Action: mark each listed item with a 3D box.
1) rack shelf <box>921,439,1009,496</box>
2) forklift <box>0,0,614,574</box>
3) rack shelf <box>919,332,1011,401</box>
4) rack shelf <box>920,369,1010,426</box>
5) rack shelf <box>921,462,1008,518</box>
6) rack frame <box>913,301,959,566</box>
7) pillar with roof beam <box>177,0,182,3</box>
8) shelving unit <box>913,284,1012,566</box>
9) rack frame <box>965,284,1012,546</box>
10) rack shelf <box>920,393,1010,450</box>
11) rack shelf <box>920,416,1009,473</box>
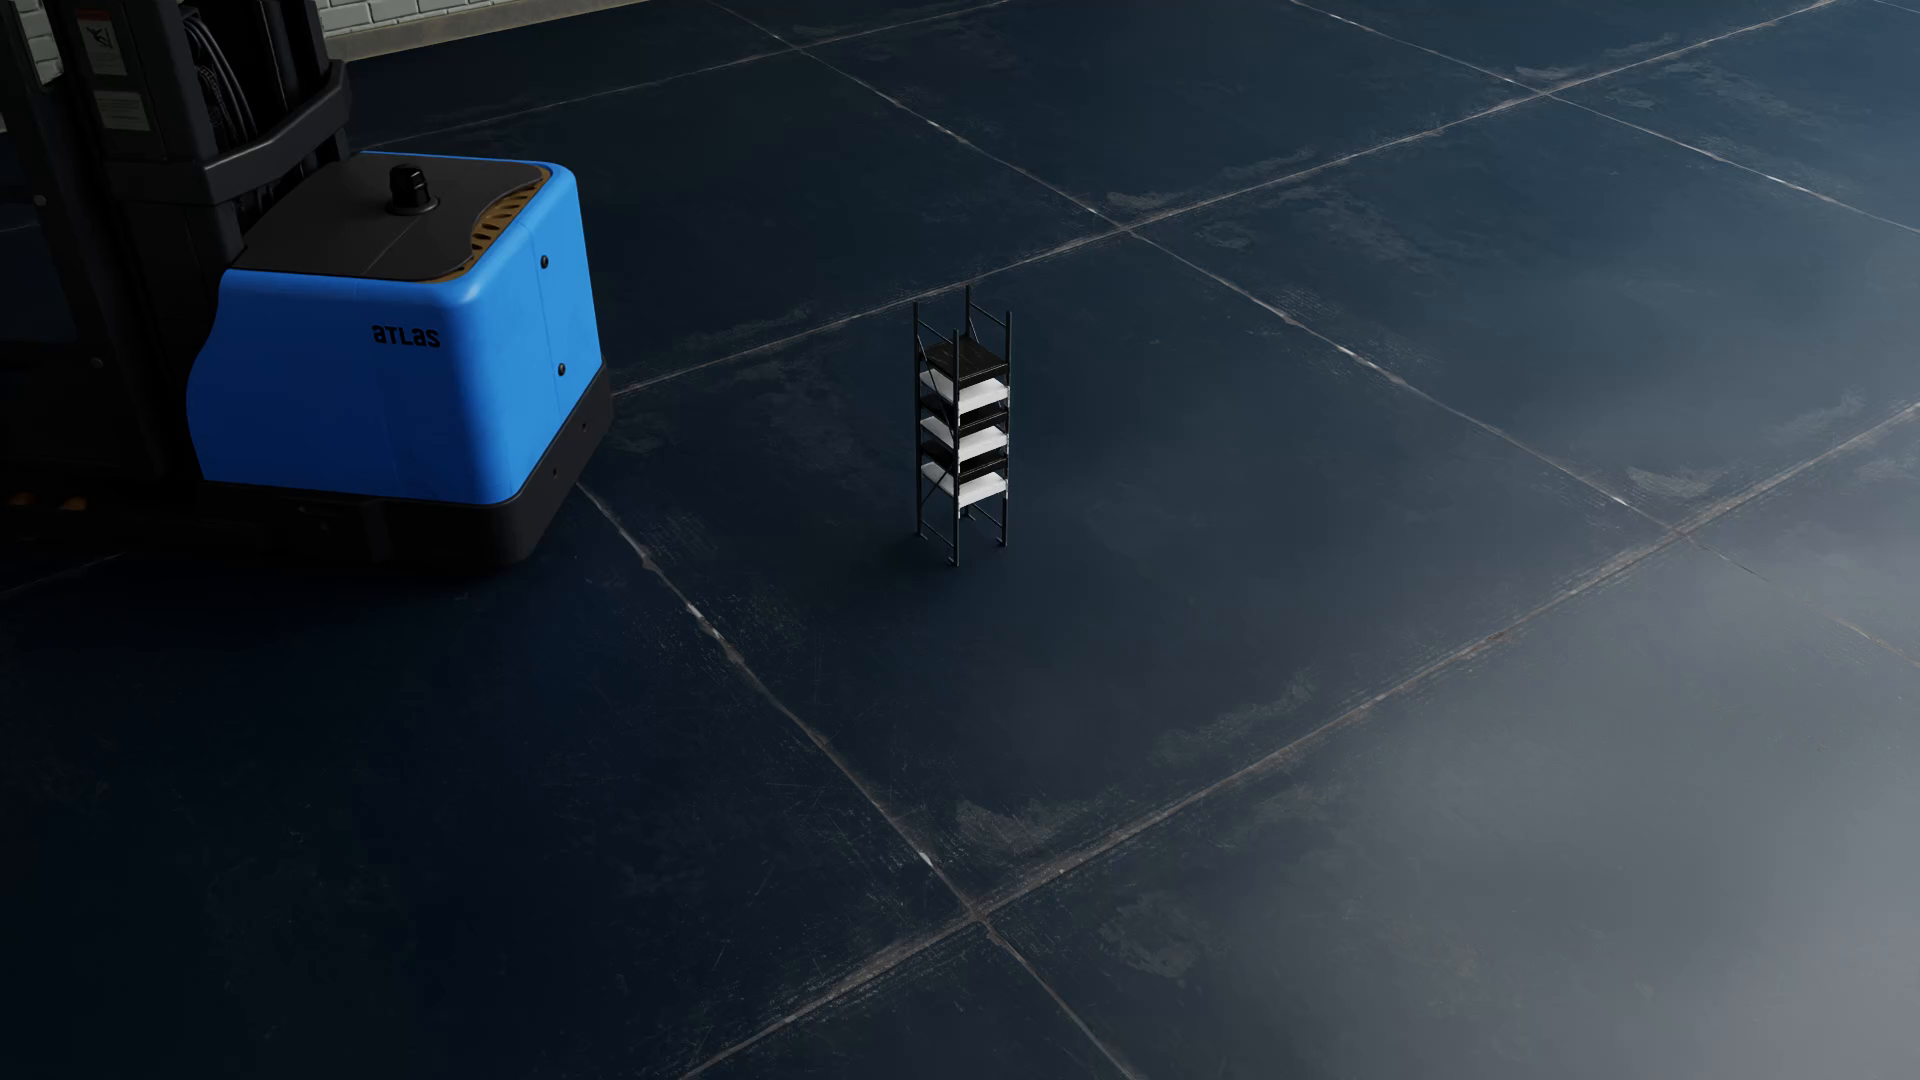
[{"bbox_3d":[0.007,-0.268,5.563,0.200,0.077,0.258,-22,41,-28],"label":"rack shelf"},{"bbox_3d":[-2.866,-1.470,5.284,3.031,2.935,1.130,5,36,7],"label":"forklift"},{"bbox_3d":[0.007,-0.560,5.353,0.200,0.077,0.258,-22,41,-28],"label":"rack shelf"},{"bbox_3d":[0.007,-0.487,5.405,0.200,0.077,0.258,-22,41,-28],"label":"rack shelf"},{"bbox_3d":[0.007,-0.195,5.616,0.200,0.077,0.258,-22,41,-28],"label":"rack shelf"},{"bbox_3d":[-0.076,-0.334,5.444,0.006,0.900,0.240,-22,41,-28],"label":"rack frame"},{"bbox_3d":[-1.606,-4.039,3.658,0.400,9.000,9.100,-22,41,-28],"label":"pillar with roof beam"},{"bbox_3d":[0.007,-0.368,5.491,0.210,0.900,0.258,-22,41,-28],"label":"shelving unit"},{"bbox_3d":[0.090,-0.402,5.539,0.006,0.900,0.240,-22,41,-28],"label":"rack frame"},{"bbox_3d":[0.007,-0.414,5.458,0.200,0.077,0.258,-22,41,-28],"label":"rack shelf"},{"bbox_3d":[0.007,-0.341,5.511,0.200,0.077,0.258,-22,41,-28],"label":"rack shelf"}]
